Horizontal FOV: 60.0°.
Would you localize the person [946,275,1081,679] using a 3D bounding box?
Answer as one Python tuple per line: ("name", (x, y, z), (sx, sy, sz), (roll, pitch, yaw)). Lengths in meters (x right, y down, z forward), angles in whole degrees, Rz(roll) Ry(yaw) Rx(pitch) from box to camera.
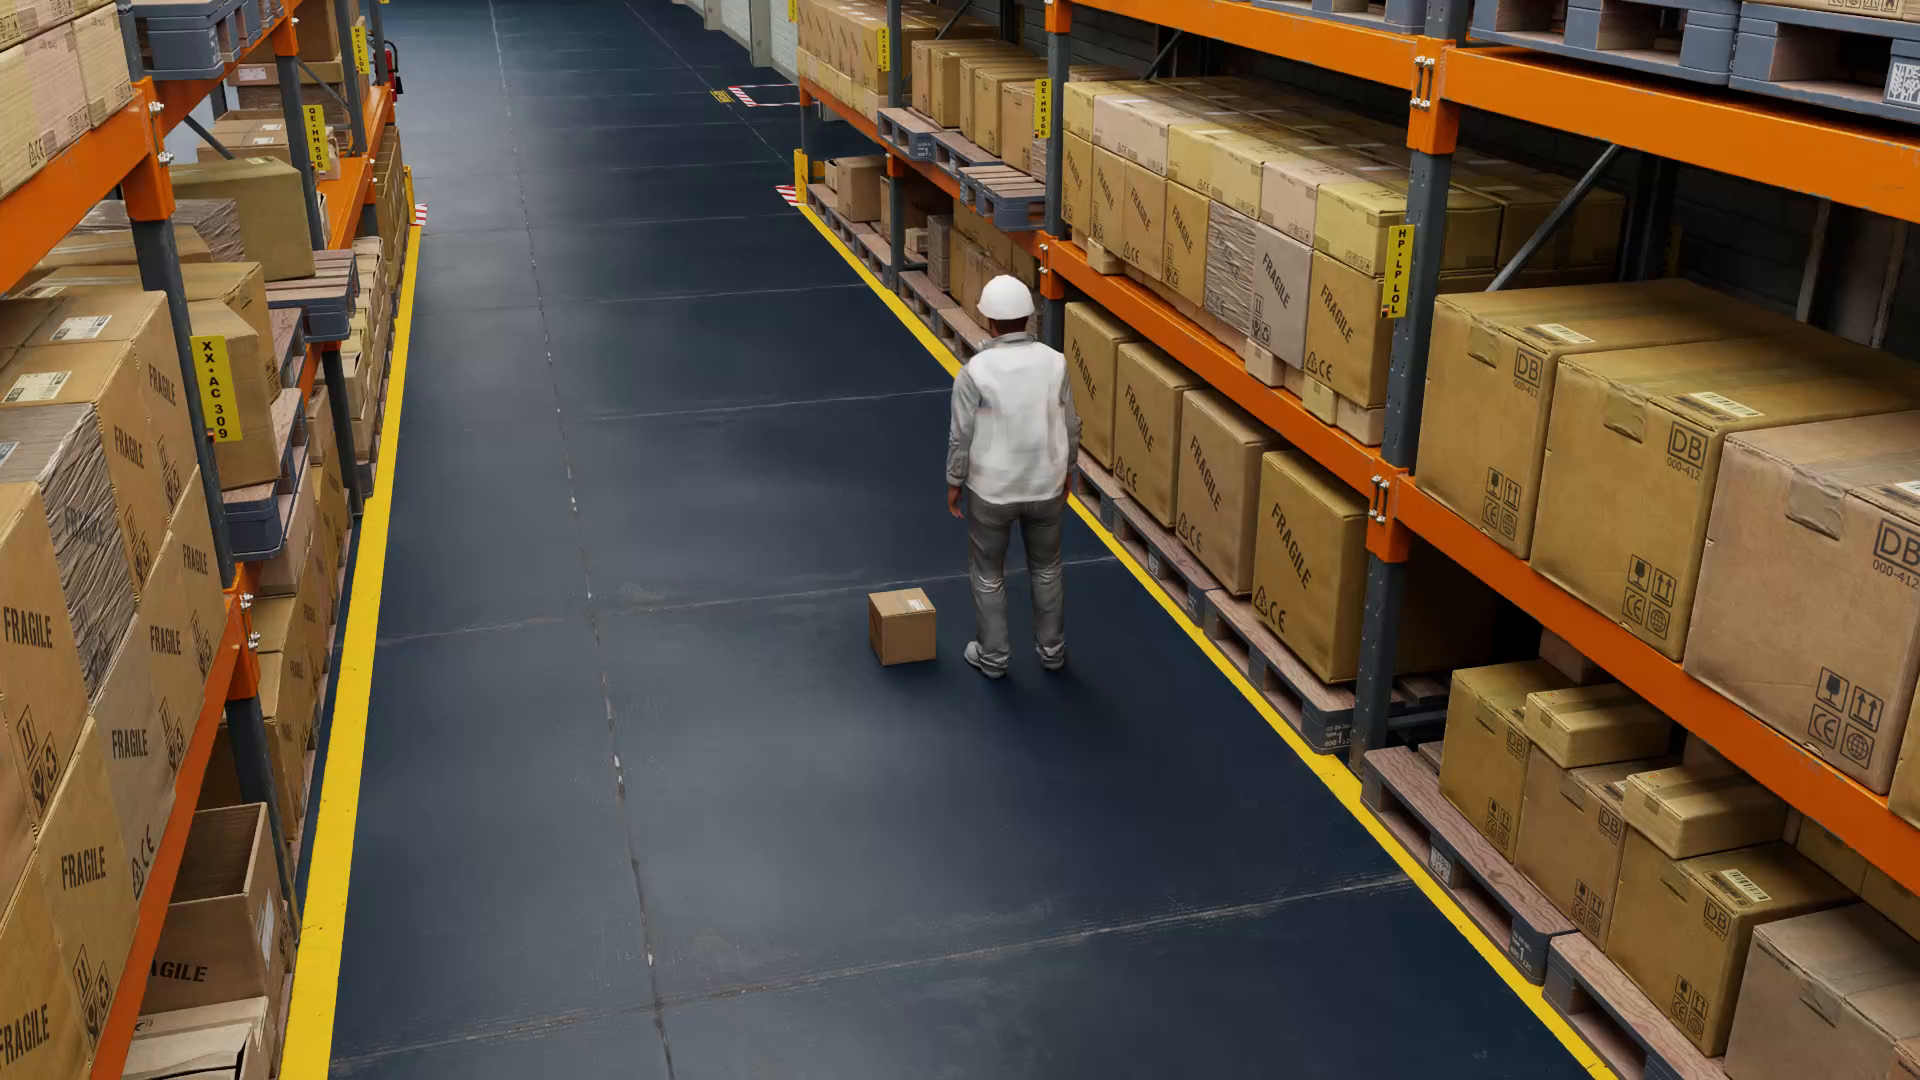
("person", (0.227, -0.254, 7.165), (0.589, 1.772, 0.462), (-6, 24, -15))
